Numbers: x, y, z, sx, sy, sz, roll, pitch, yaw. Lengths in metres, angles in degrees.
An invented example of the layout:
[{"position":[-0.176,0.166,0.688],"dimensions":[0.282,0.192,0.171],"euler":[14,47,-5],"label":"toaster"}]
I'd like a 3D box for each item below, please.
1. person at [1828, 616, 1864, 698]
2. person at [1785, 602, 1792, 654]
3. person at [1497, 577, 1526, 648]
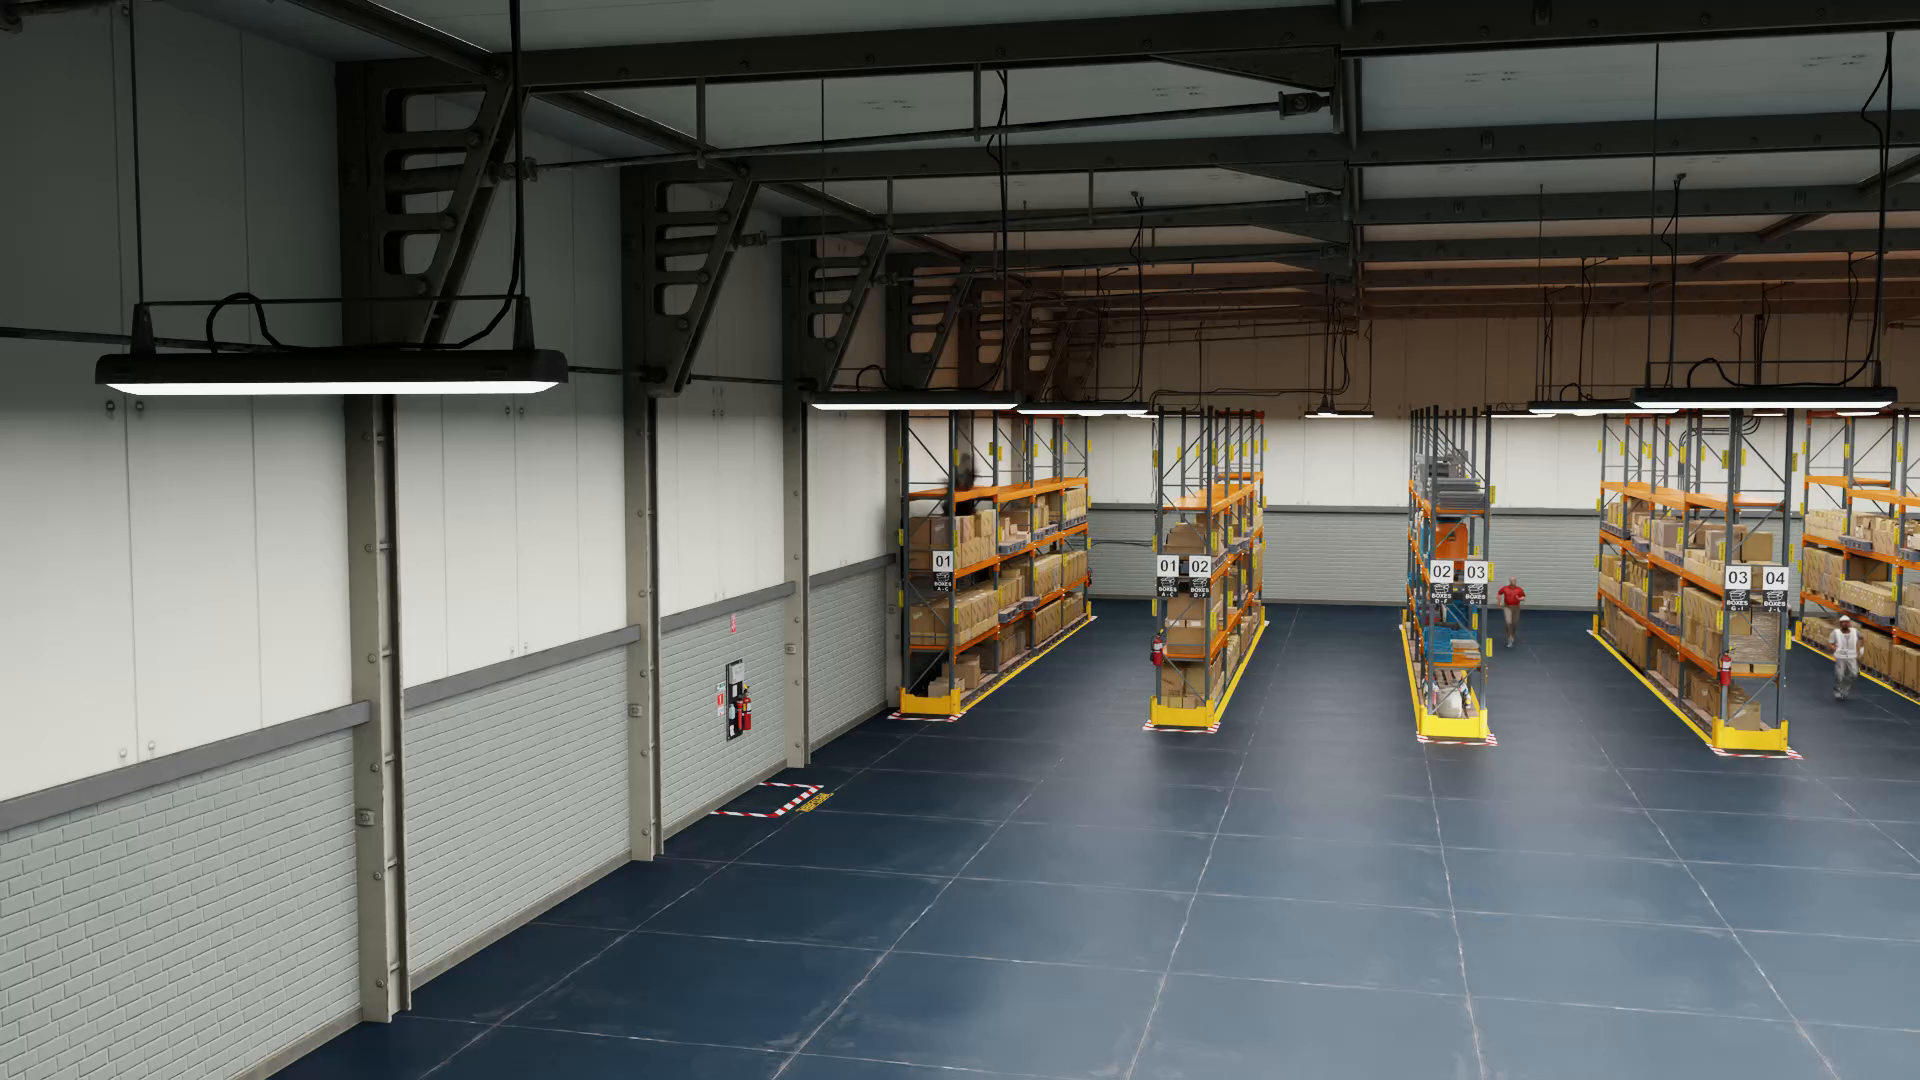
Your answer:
[{"position":[18.079,2.405,33.900],"dimensions":[0.708,1.727,0.763],"euler":[1,4,17],"label":"person"},{"position":[18.988,2.082,38.618],"dimensions":[0.727,1.802,0.848],"euler":[0,4,5],"label":"person"},{"position":[14.057,1.811,42.351],"dimensions":[0.651,1.761,0.883],"euler":[0,4,4],"label":"person"}]
